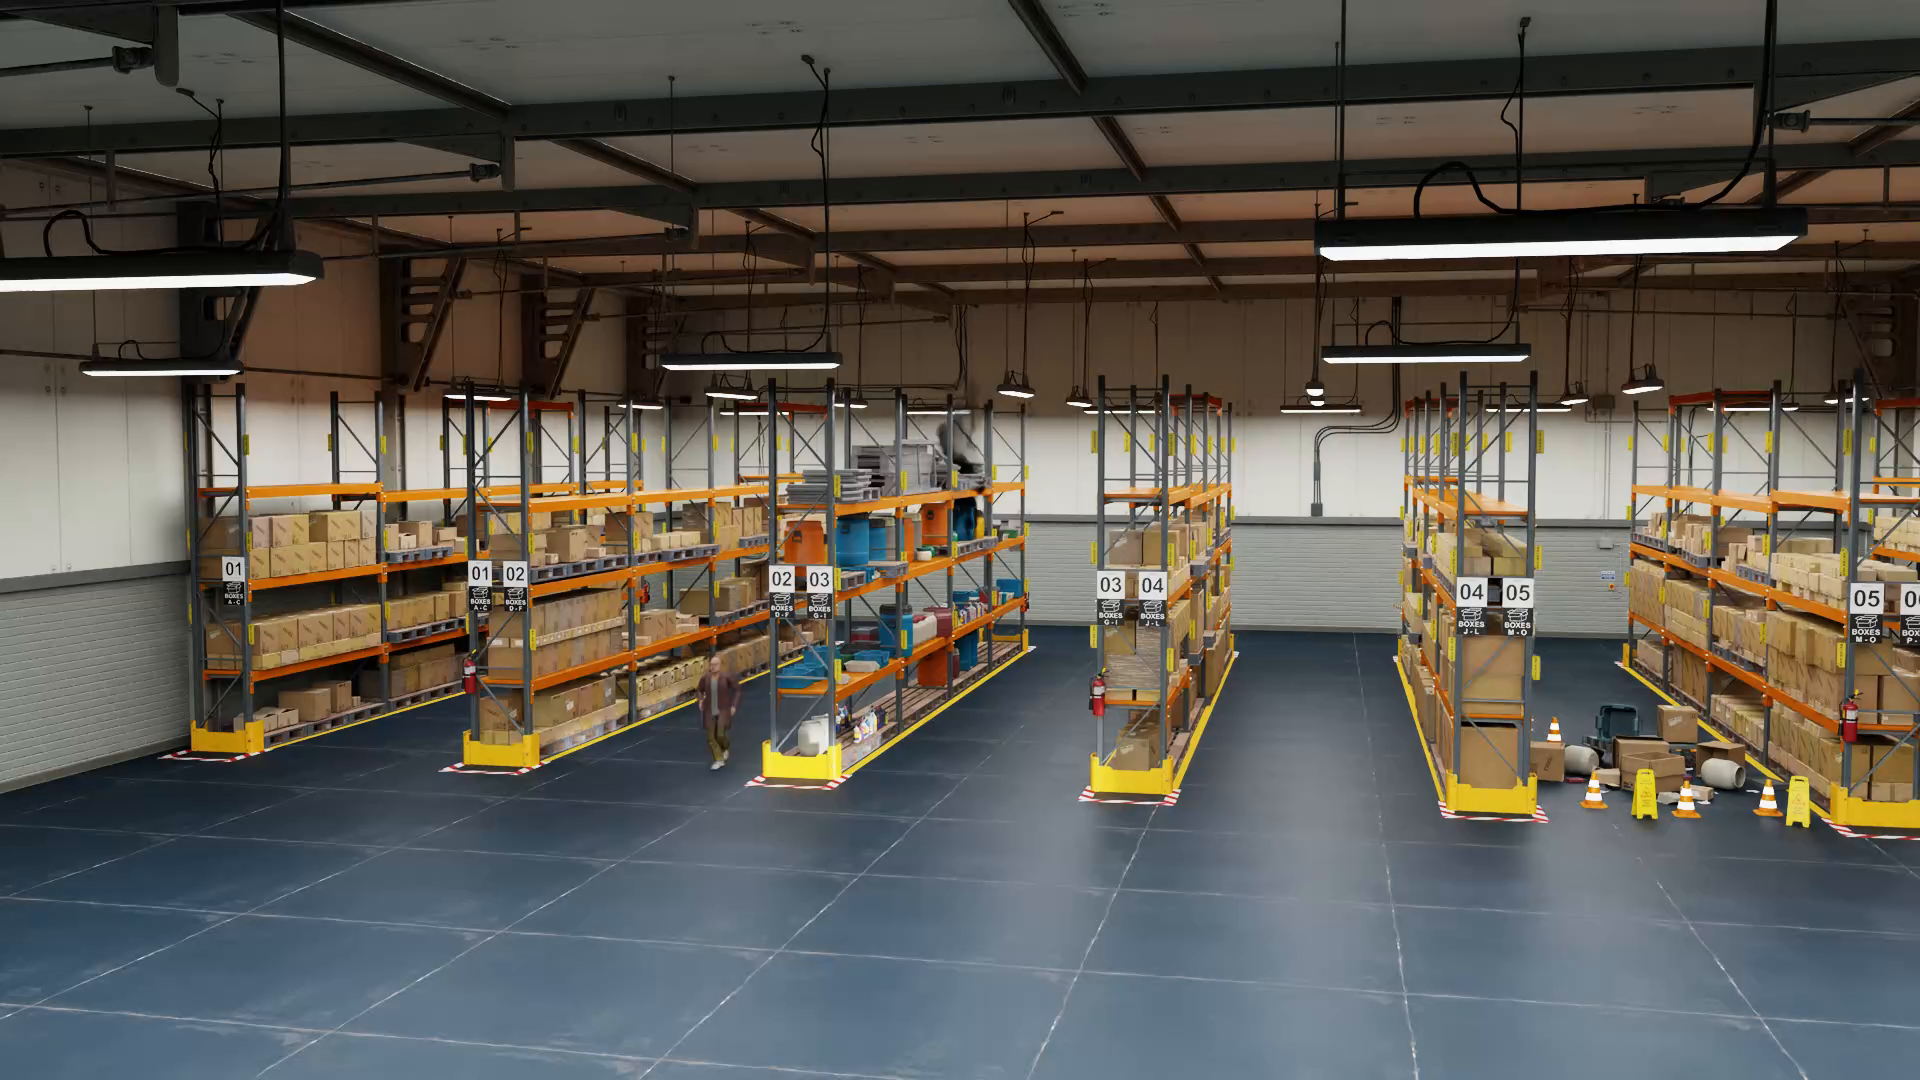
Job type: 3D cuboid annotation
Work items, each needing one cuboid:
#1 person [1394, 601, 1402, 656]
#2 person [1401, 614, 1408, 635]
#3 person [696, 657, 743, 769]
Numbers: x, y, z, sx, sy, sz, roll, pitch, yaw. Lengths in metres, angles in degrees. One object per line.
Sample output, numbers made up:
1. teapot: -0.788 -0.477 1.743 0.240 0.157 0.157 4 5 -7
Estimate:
1. person: 10.740 1.857 39.532 0.836 1.798 0.671 0 3 8
2. person: 10.896 1.983 39.885 0.742 1.511 0.567 -1 3 -12
3. person: -3.755 2.672 25.651 0.715 1.729 0.597 1 3 11
